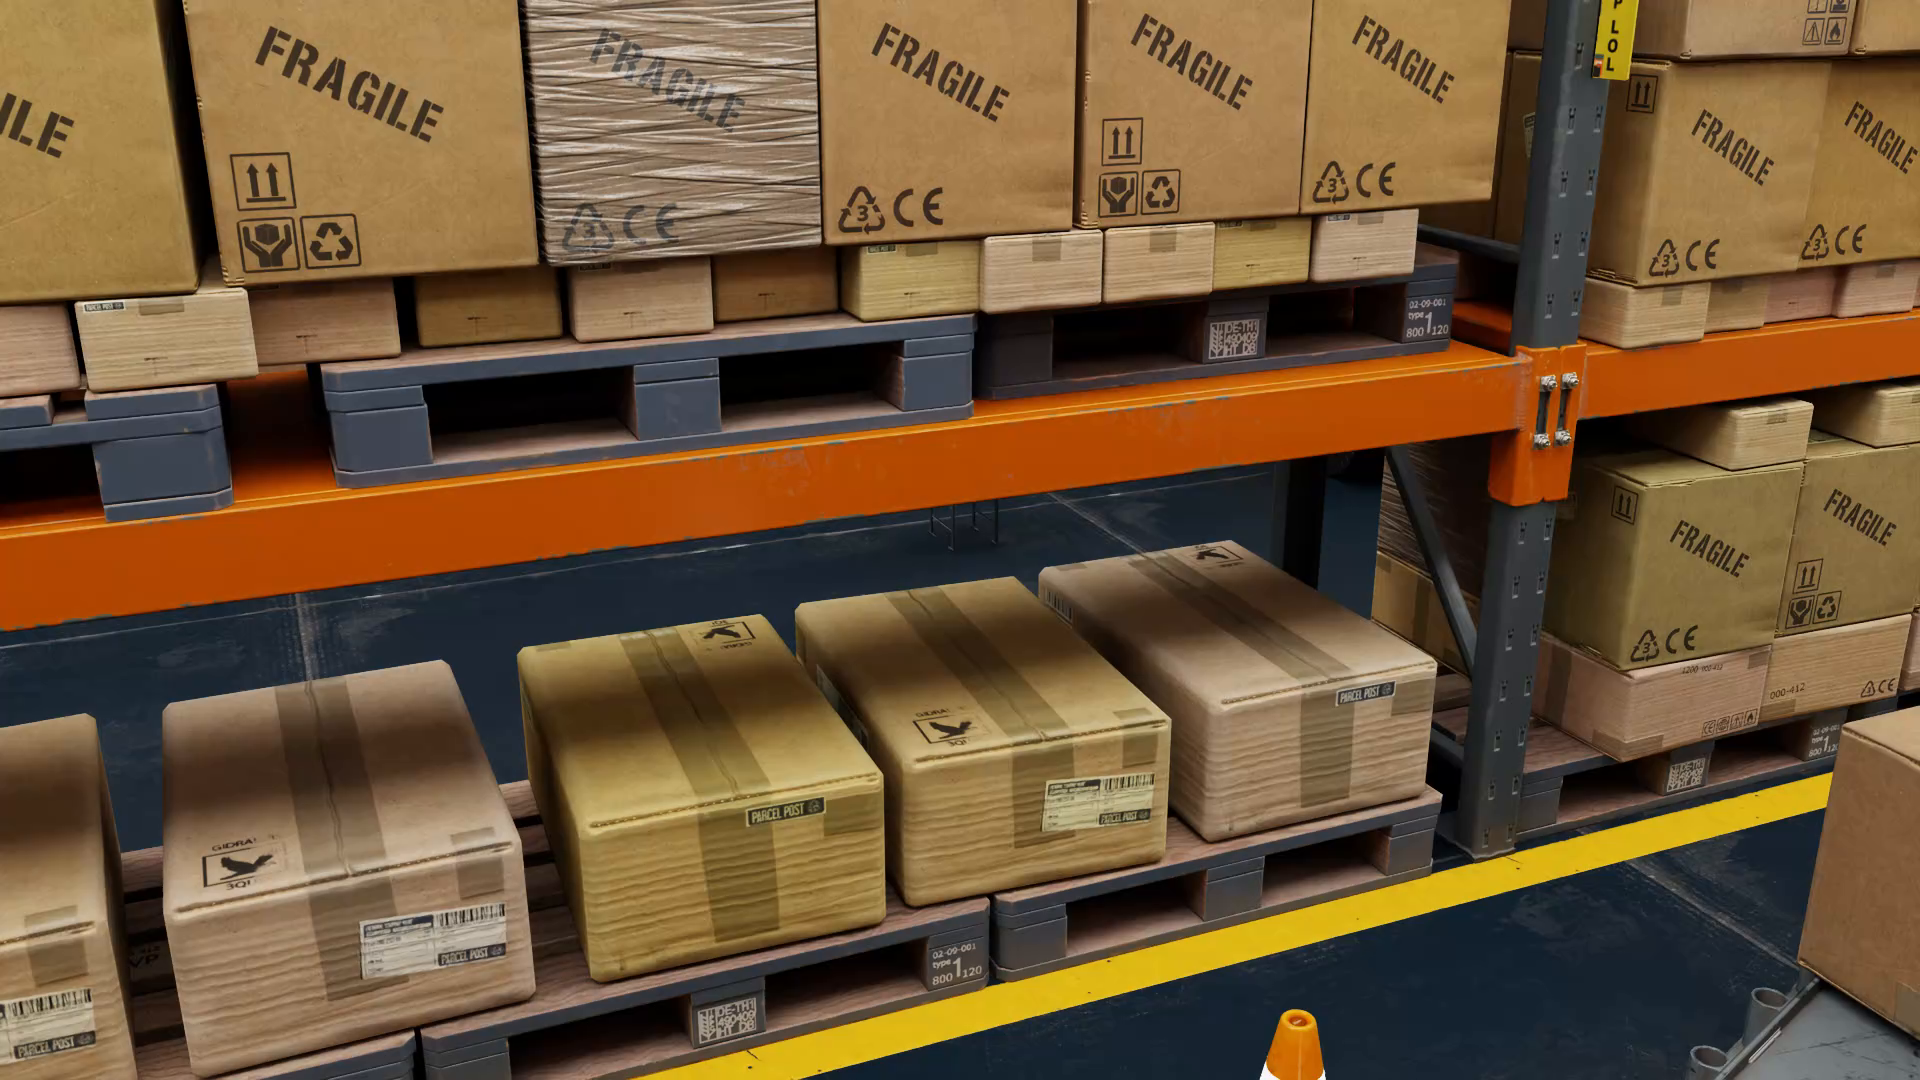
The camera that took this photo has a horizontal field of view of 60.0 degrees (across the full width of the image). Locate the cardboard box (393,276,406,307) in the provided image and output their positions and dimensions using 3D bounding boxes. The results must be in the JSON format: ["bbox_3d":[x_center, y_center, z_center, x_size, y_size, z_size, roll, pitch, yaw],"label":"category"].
[{"bbox_3d":[-1.111,-0.596,3.443,0.250,0.149,0.380,-8,21,-22],"label":"cardboard box"}]

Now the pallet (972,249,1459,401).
[{"bbox_3d":[0.401,-0.611,4.029,1.213,0.211,1.003,-8,21,-22],"label":"pallet"}]

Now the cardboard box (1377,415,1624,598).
[{"bbox_3d":[1.598,-0.172,4.873,0.500,0.500,0.500,-8,21,-23],"label":"cardboard box"}]

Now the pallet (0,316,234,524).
[{"bbox_3d":[-1.900,-0.267,3.053,1.003,0.211,1.213,-8,21,-22],"label":"pallet"}]

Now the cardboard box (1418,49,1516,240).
[{"bbox_3d":[1.470,-1.079,4.472,0.500,0.500,0.500,-9,21,-23],"label":"cardboard box"}]

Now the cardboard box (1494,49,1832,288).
[{"bbox_3d":[1.675,-0.918,4.014,0.500,0.500,0.500,-8,21,-22],"label":"cardboard box"}]

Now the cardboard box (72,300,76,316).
[{"bbox_3d":[-1.873,-0.530,3.257,0.250,0.149,0.380,-8,21,-22],"label":"cardboard box"}]

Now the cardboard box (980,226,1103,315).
[{"bbox_3d":[0.093,-0.577,3.389,0.250,0.149,0.380,-8,21,-21],"label":"cardboard box"}]

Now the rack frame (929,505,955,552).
[{"bbox_3d":[-0.071,-0.556,6.294,0.006,1.200,0.240,-8,21,-22],"label":"rack frame"}]

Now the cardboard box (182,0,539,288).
[{"bbox_3d":[-1.047,-0.748,2.900,0.500,0.500,0.500,-8,21,-21],"label":"cardboard box"}]

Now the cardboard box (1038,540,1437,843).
[{"bbox_3d":[0.680,0.354,4.326,0.625,0.372,0.950,-8,21,-21],"label":"cardboard box"}]

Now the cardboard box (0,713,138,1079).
[{"bbox_3d":[-1.989,0.739,3.232,0.625,0.372,0.950,-10,22,-26],"label":"cardboard box"}]

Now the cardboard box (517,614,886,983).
[{"bbox_3d":[-0.617,0.541,3.793,0.625,0.372,0.950,-7,21,-20],"label":"cardboard box"}]

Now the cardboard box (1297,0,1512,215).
[{"bbox_3d":[0.827,-1.012,3.650,0.500,0.500,0.500,-9,21,-23],"label":"cardboard box"}]

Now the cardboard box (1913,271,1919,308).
[{"bbox_3d":[2.493,-0.743,4.493,0.250,0.149,0.380,-8,21,-22],"label":"cardboard box"}]

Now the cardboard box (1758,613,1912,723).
[{"bbox_3d":[2.295,0.272,4.740,0.500,0.250,0.500,-7,21,-19],"label":"cardboard box"}]

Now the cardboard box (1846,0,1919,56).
[{"bbox_3d":[2.128,-1.469,4.073,0.500,0.500,0.700,-8,21,-22],"label":"cardboard box"}]

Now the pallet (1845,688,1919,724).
[{"bbox_3d":[2.885,0.297,5.361,1.213,0.211,1.003,-8,21,-22],"label":"pallet"}]

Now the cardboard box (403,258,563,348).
[{"bbox_3d":[-0.903,-0.480,3.116,0.250,0.149,0.380,-7,21,-20],"label":"cardboard box"}]

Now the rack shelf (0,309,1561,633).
[{"bbox_3d":[-0.676,-0.155,3.529,4.000,0.370,1.077,-8,21,-22],"label":"rack shelf"}]

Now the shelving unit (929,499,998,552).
[{"bbox_3d":[0.013,-0.568,6.328,0.189,1.200,0.258,-8,21,-22],"label":"shelving unit"}]

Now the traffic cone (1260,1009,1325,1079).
[{"bbox_3d":[0.577,1.029,2.903,0.334,0.463,0.336,-8,21,-22],"label":"traffic cone"}]

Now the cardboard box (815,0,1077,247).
[{"bbox_3d":[-0.104,-0.881,3.276,0.500,0.500,0.500,-7,21,-20],"label":"cardboard box"}]

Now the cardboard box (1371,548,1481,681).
[{"bbox_3d":[1.597,0.182,4.998,0.500,0.250,0.500,-7,21,-19],"label":"cardboard box"}]

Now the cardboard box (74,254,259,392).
[{"bbox_3d":[-1.337,-0.376,2.819,0.250,0.149,0.380,-8,21,-22],"label":"cardboard box"}]

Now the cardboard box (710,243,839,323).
[{"bbox_3d":[-0.428,-0.552,3.320,0.250,0.149,0.380,-9,21,-24],"label":"cardboard box"}]

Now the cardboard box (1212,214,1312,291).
[{"bbox_3d":[0.548,-0.656,3.614,0.250,0.149,0.380,-9,21,-24],"label":"cardboard box"}]

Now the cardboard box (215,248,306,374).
[{"bbox_3d":[-3.307,-0.989,7.757,0.625,0.625,0.875,-7,21,-20],"label":"cardboard box"}]

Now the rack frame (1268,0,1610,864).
[{"bbox_3d":[1.161,-0.758,4.157,0.127,3.000,1.000,-8,21,-22],"label":"rack frame"}]

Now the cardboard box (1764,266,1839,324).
[{"bbox_3d":[2.020,-0.676,4.304,0.250,0.149,0.380,-8,21,-22],"label":"cardboard box"}]

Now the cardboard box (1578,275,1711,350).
[{"bbox_3d":[1.577,-0.583,4.039,0.250,0.149,0.380,-8,21,-22],"label":"cardboard box"}]

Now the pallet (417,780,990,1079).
[{"bbox_3d":[-0.676,0.822,3.869,1.213,0.211,1.003,-8,21,-22],"label":"pallet"}]

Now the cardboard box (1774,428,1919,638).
[{"bbox_3d":[2.296,-0.082,4.616,0.500,0.500,0.500,-7,21,-20],"label":"cardboard box"}]

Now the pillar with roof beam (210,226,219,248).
[{"bbox_3d":[-1.936,-3.708,3.503,0.400,9.000,9.100,-8,21,-22],"label":"pillar with roof beam"}]

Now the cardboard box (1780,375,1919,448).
[{"bbox_3d":[2.419,-0.380,4.487,0.250,0.149,0.380,-7,21,-20],"label":"cardboard box"}]
